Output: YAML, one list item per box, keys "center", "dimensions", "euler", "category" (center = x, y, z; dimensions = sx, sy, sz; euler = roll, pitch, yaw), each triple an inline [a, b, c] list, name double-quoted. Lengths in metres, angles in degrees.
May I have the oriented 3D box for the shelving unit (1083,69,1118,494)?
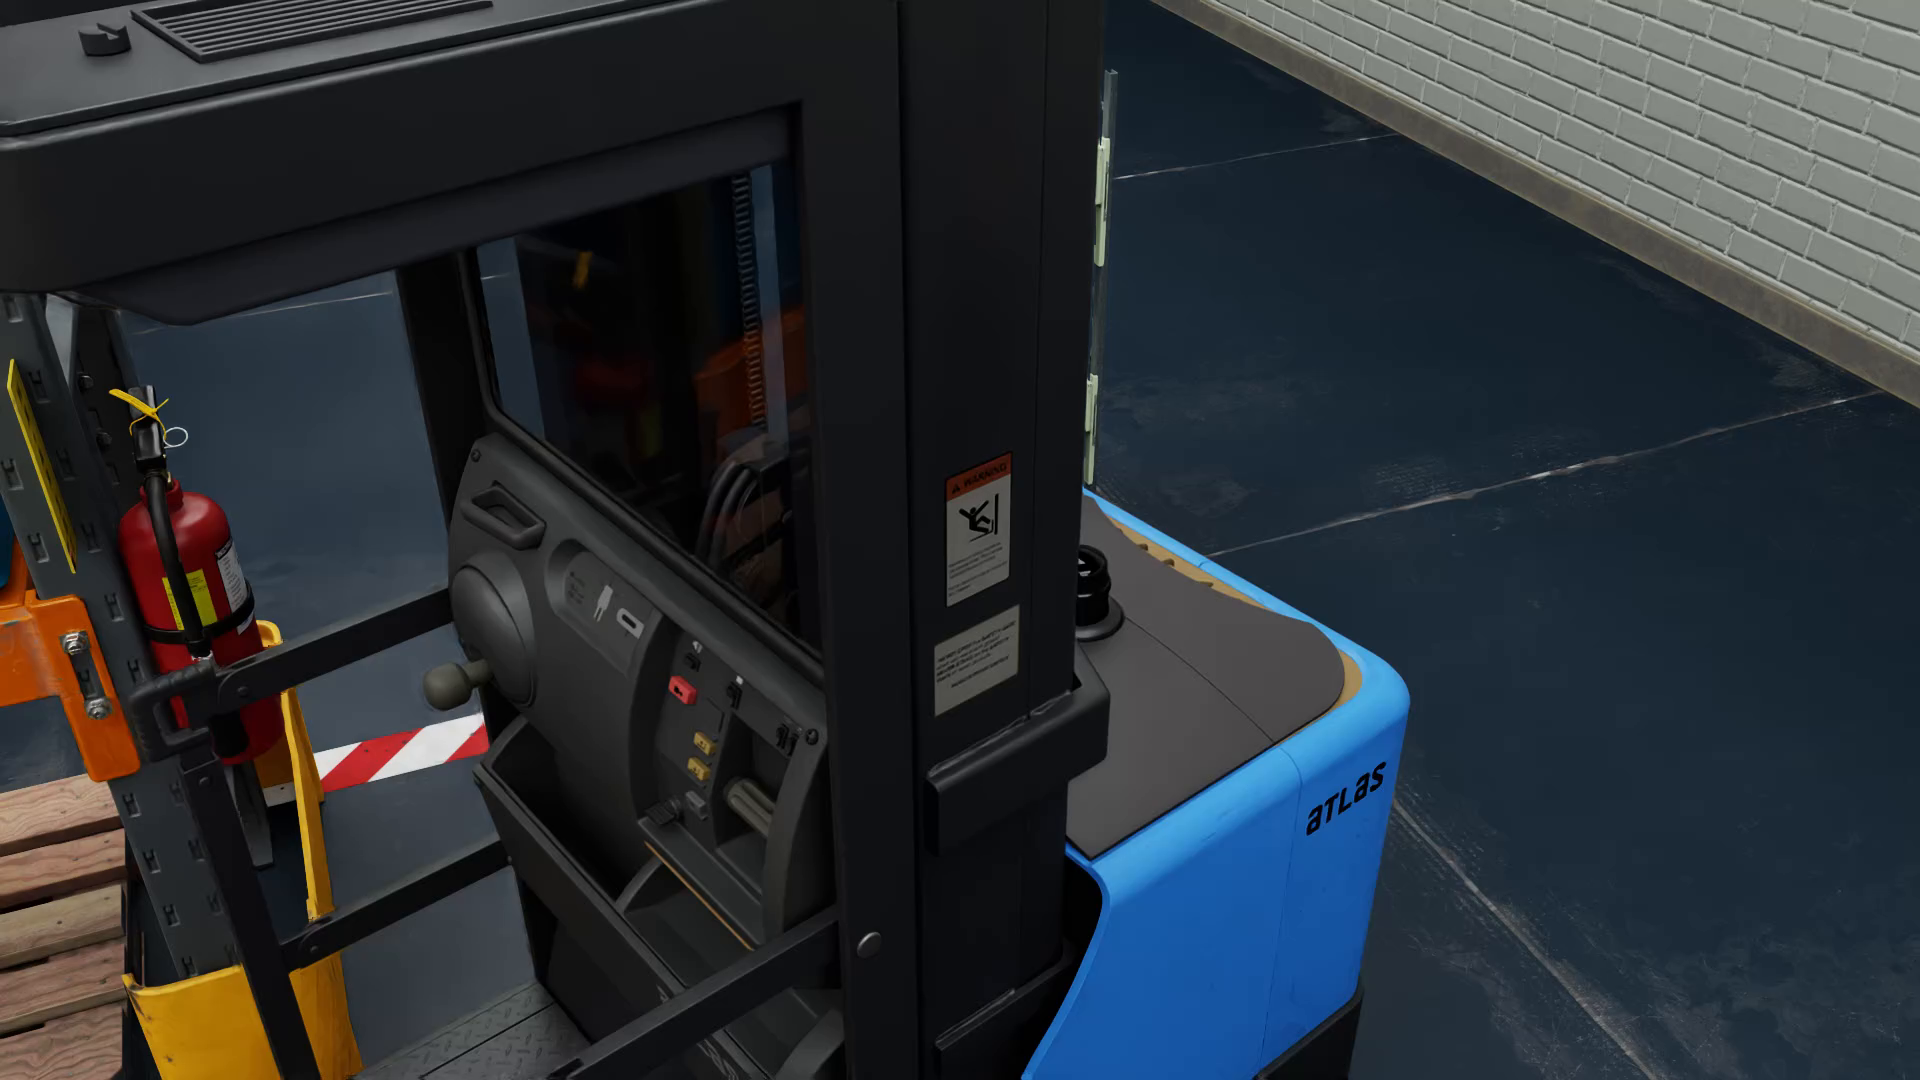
- center: [-0.006, -0.627, 4.839]
  dimensions: [0.755, 1.500, 0.431]
  euler: [-13, 35, -19]
  category: "shelving unit"

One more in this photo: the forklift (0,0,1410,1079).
- center: [-0.641, 0.226, 2.215]
  dimensions: [3.031, 2.935, 1.130]
  euler: [-25, 40, -33]
  category: "forklift"

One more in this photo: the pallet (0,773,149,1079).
- center: [-2.389, 1.010, 3.503]
  dimensions: [1.213, 0.211, 1.003]
  euler: [-13, 35, -19]
  category: "pallet"

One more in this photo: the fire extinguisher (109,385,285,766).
- center: [-1.299, 0.072, 2.801]
  dimensions: [0.183, 0.674, 0.296]
  euler: [-13, 35, -19]
  category: "fire extinguisher"

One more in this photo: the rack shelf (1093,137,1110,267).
- center: [-0.006, -0.954, 4.626]
  dimensions: [0.720, 0.370, 0.431]
  euler: [-13, 35, -19]
  category: "rack shelf"

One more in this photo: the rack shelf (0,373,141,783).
- center: [-3.458, 0.411, 2.528]
  dimensions: [4.000, 0.370, 1.077]
  euler: [-13, 35, -19]
  category: "rack shelf"

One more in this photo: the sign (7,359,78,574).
- center: [-1.386, -0.108, 2.516]
  dimensions: [0.005, 0.325, 0.100]
  euler: [-13, 35, -19]
  category: "sign"

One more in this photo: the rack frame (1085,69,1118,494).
- center: [0.331, -0.704, 4.958]
  dimensions: [0.023, 1.500, 0.400]
  euler: [-13, 35, -19]
  category: "rack frame"

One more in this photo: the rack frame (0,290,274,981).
- center: [-1.614, -0.313, 2.981]
  dimensions: [0.127, 3.000, 1.000]
  euler: [-13, 35, -19]
  category: "rack frame"

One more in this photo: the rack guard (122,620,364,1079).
- center: [-1.597, 0.723, 3.680]
  dimensions: [0.348, 0.500, 1.175]
  euler: [-13, 35, -19]
  category: "rack guard"

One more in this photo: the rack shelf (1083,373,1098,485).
- center: [-0.006, -0.354, 5.017]
  dimensions: [0.720, 0.370, 0.431]
  euler: [-13, 35, -19]
  category: "rack shelf"

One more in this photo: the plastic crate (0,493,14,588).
- center: [-1.850, -0.188, 2.702]
  dimensions: [0.499, 0.435, 0.616]
  euler: [-13, 35, -19]
  category: "plastic crate"
